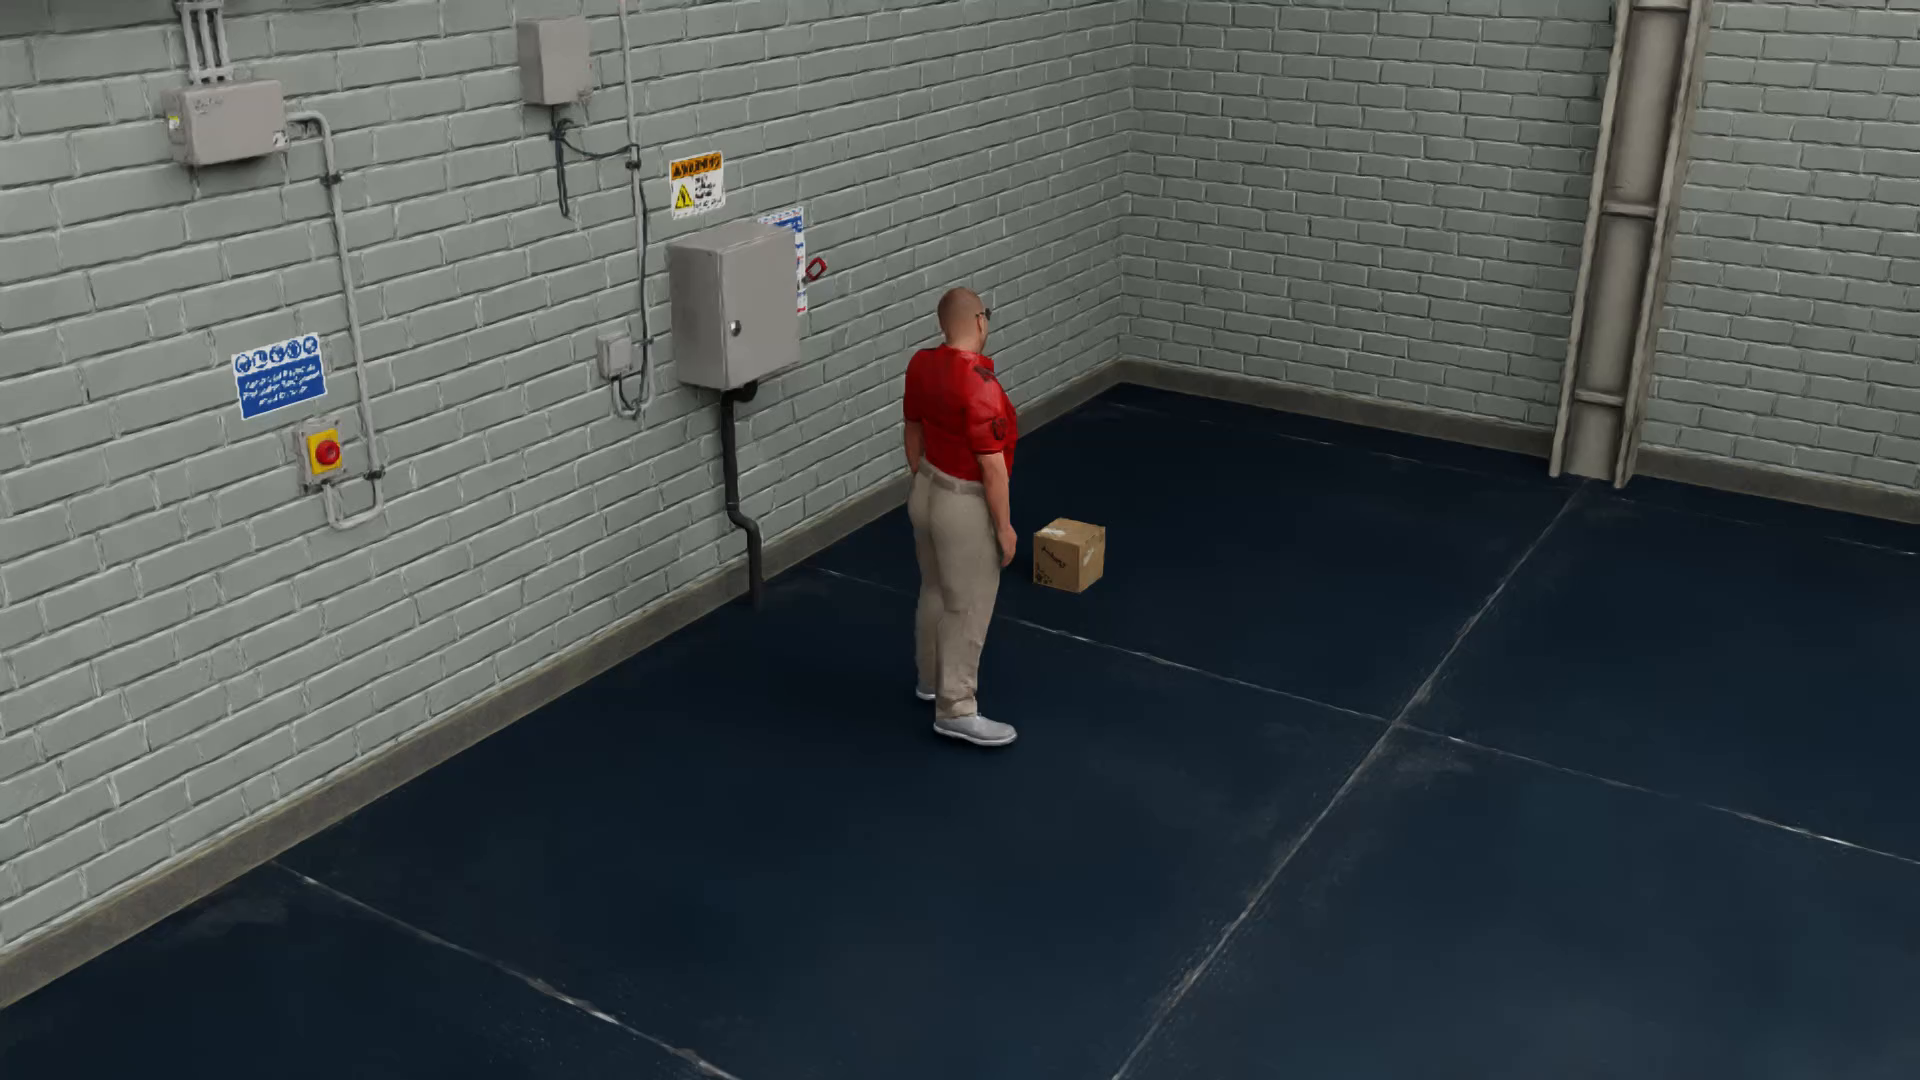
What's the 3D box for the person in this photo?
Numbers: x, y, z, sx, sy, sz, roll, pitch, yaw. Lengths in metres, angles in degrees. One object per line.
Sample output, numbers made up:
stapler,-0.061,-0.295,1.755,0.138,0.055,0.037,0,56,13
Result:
person,0.010,-0.113,6.320,0.396,1.733,0.656,-13,26,-29
